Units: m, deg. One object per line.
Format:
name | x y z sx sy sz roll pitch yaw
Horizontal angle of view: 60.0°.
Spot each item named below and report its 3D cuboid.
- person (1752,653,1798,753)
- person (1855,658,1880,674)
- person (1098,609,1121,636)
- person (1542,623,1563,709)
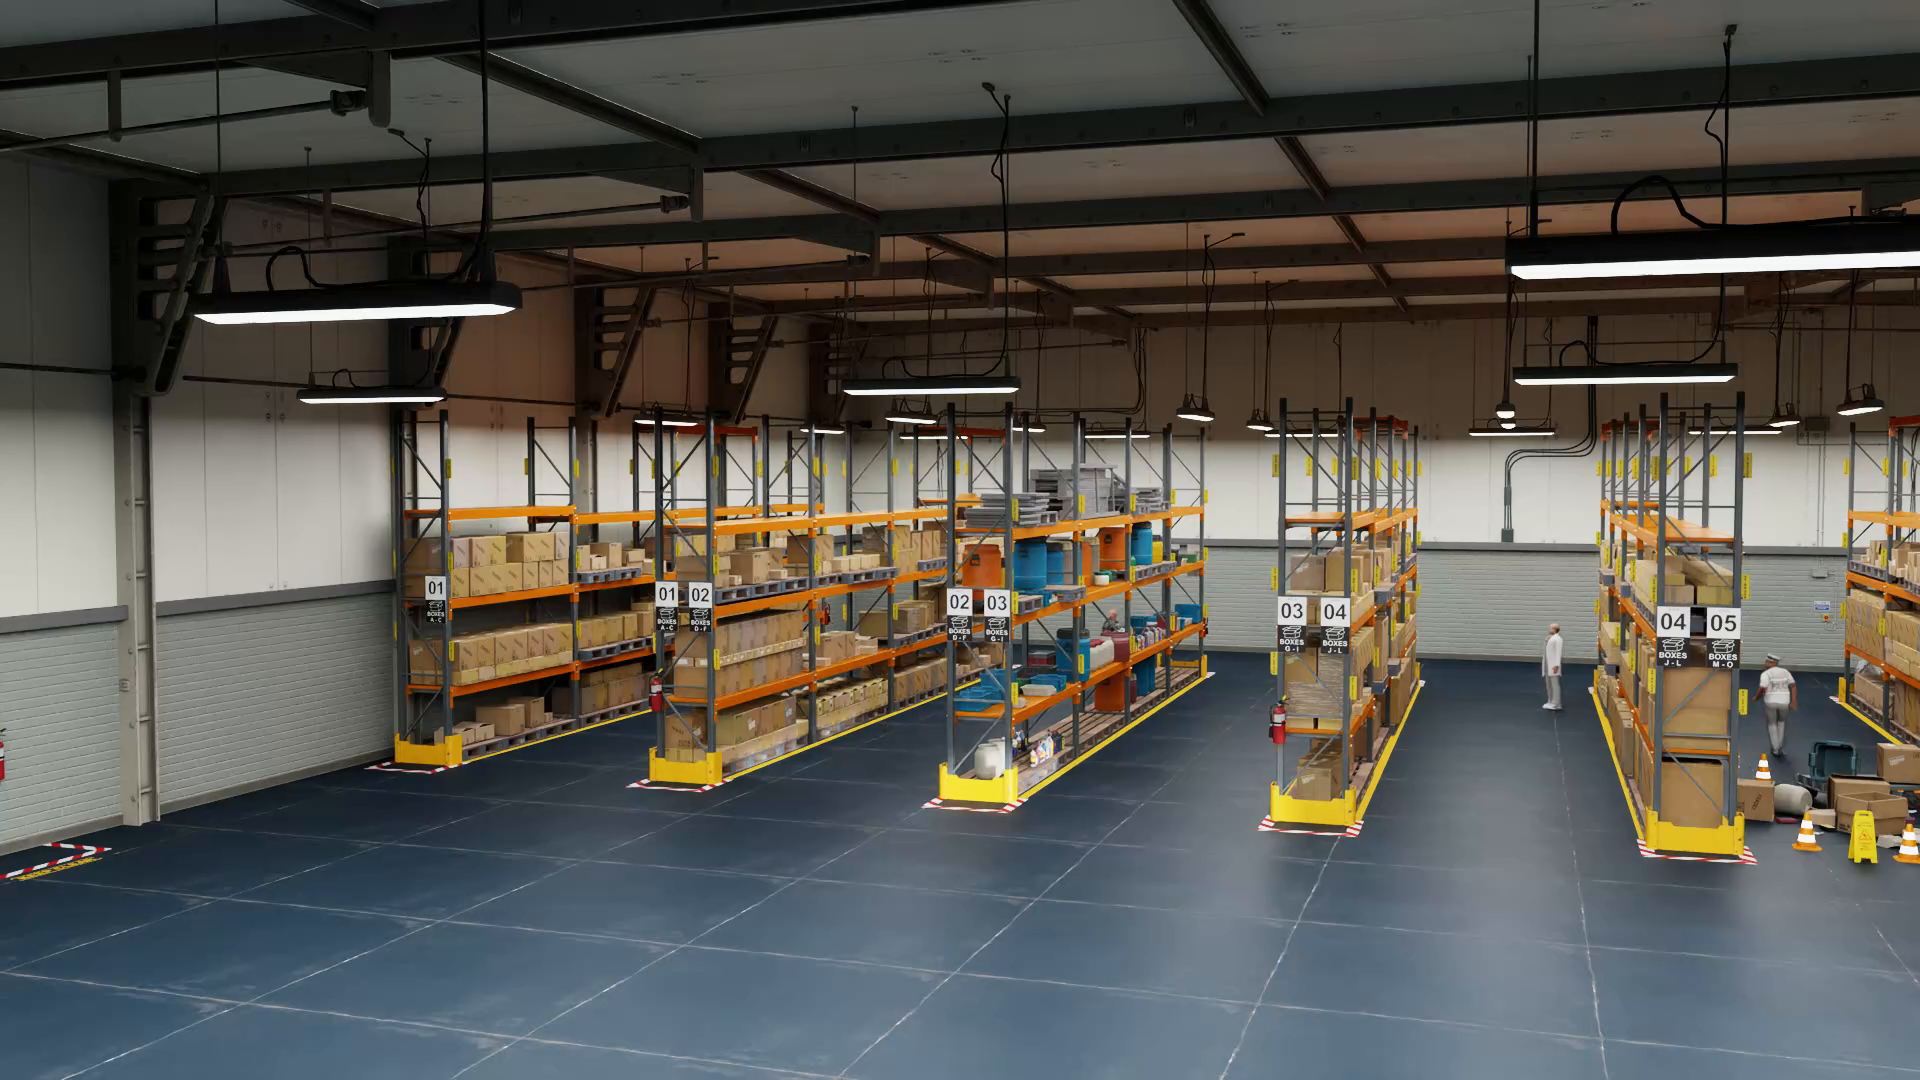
person | 14.374 2.913 29.278 0.715 1.806 0.649 1 3 16
person | 20.040 2.560 36.545 1.013 1.751 0.562 1 3 14
person | 3.451 2.479 39.280 0.621 1.683 0.734 2 3 37
person | 12.309 2.678 34.719 0.544 1.697 0.643 -1 3 -18
